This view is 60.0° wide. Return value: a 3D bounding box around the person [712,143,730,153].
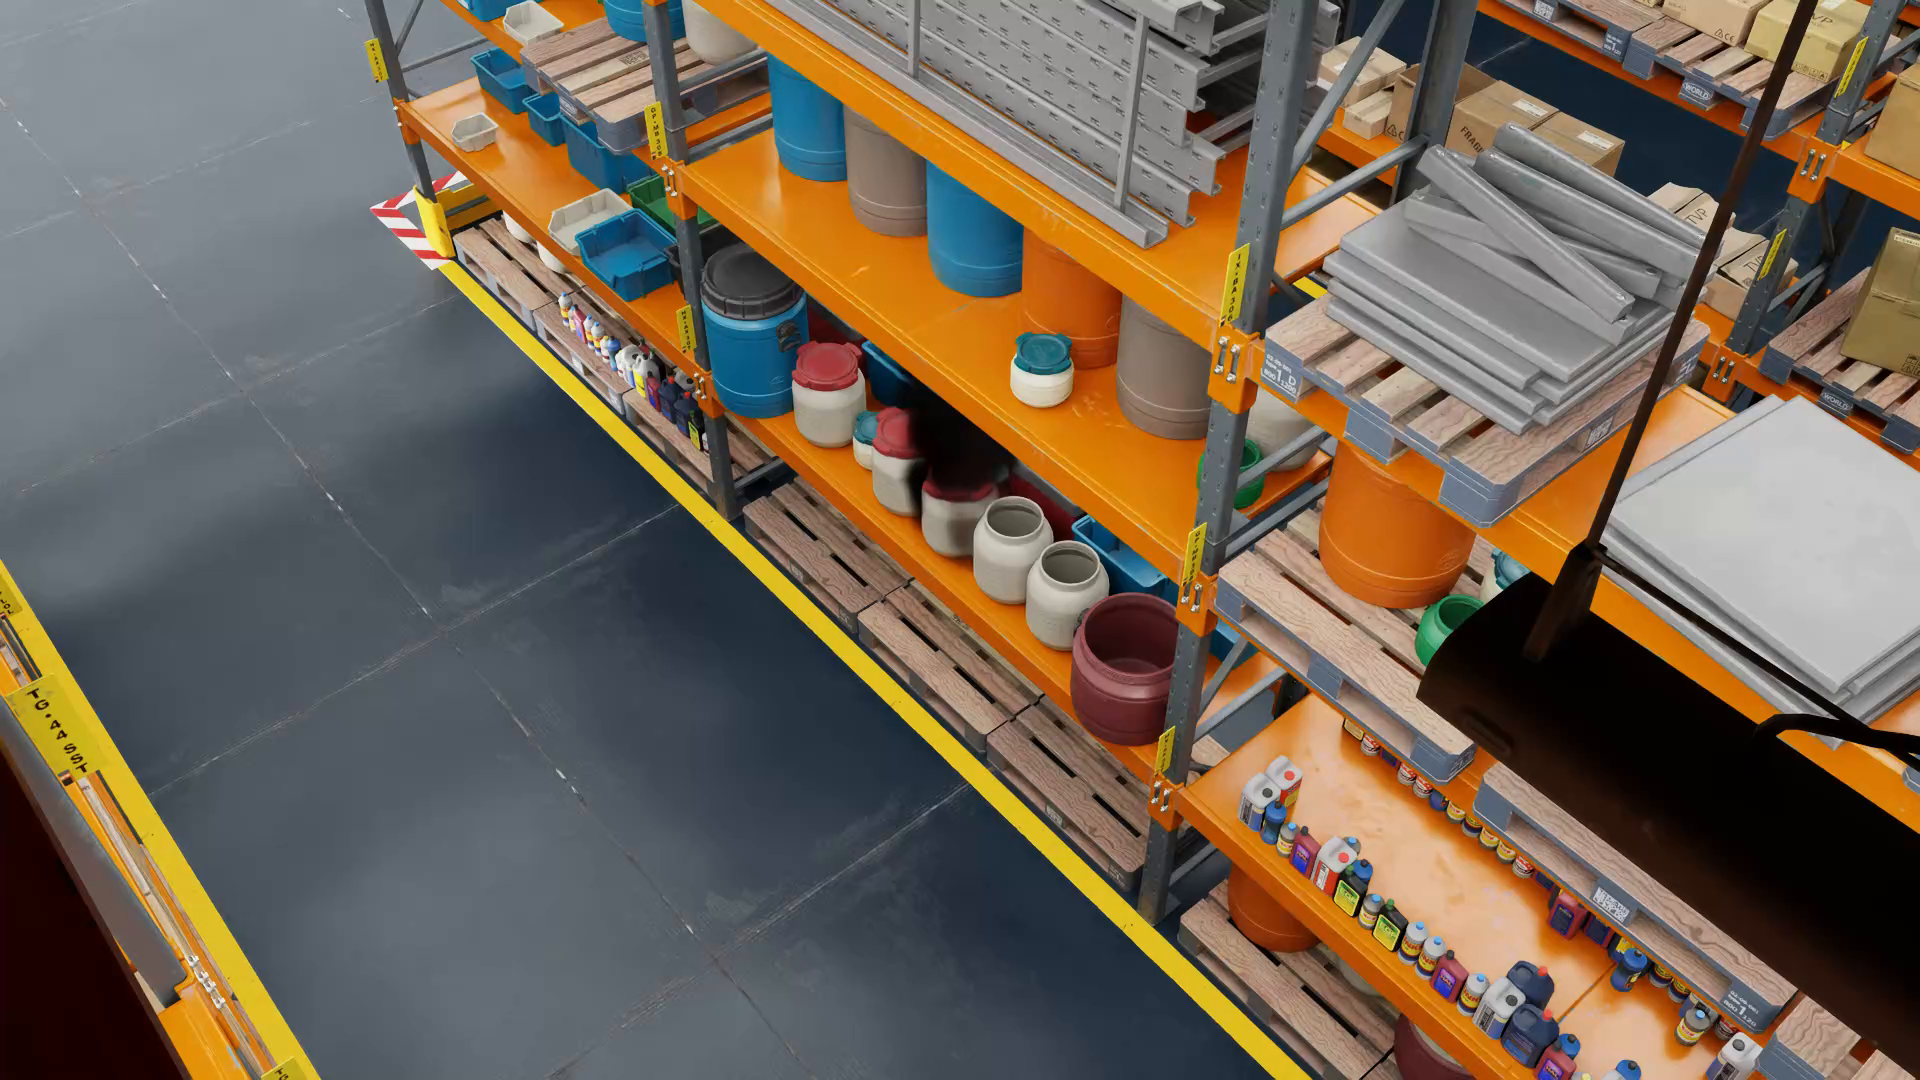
[{"bbox_3d":[-2.248,-3.579,13.244,0.822,1.693,0.617,20,50,18],"label":"person"}]
